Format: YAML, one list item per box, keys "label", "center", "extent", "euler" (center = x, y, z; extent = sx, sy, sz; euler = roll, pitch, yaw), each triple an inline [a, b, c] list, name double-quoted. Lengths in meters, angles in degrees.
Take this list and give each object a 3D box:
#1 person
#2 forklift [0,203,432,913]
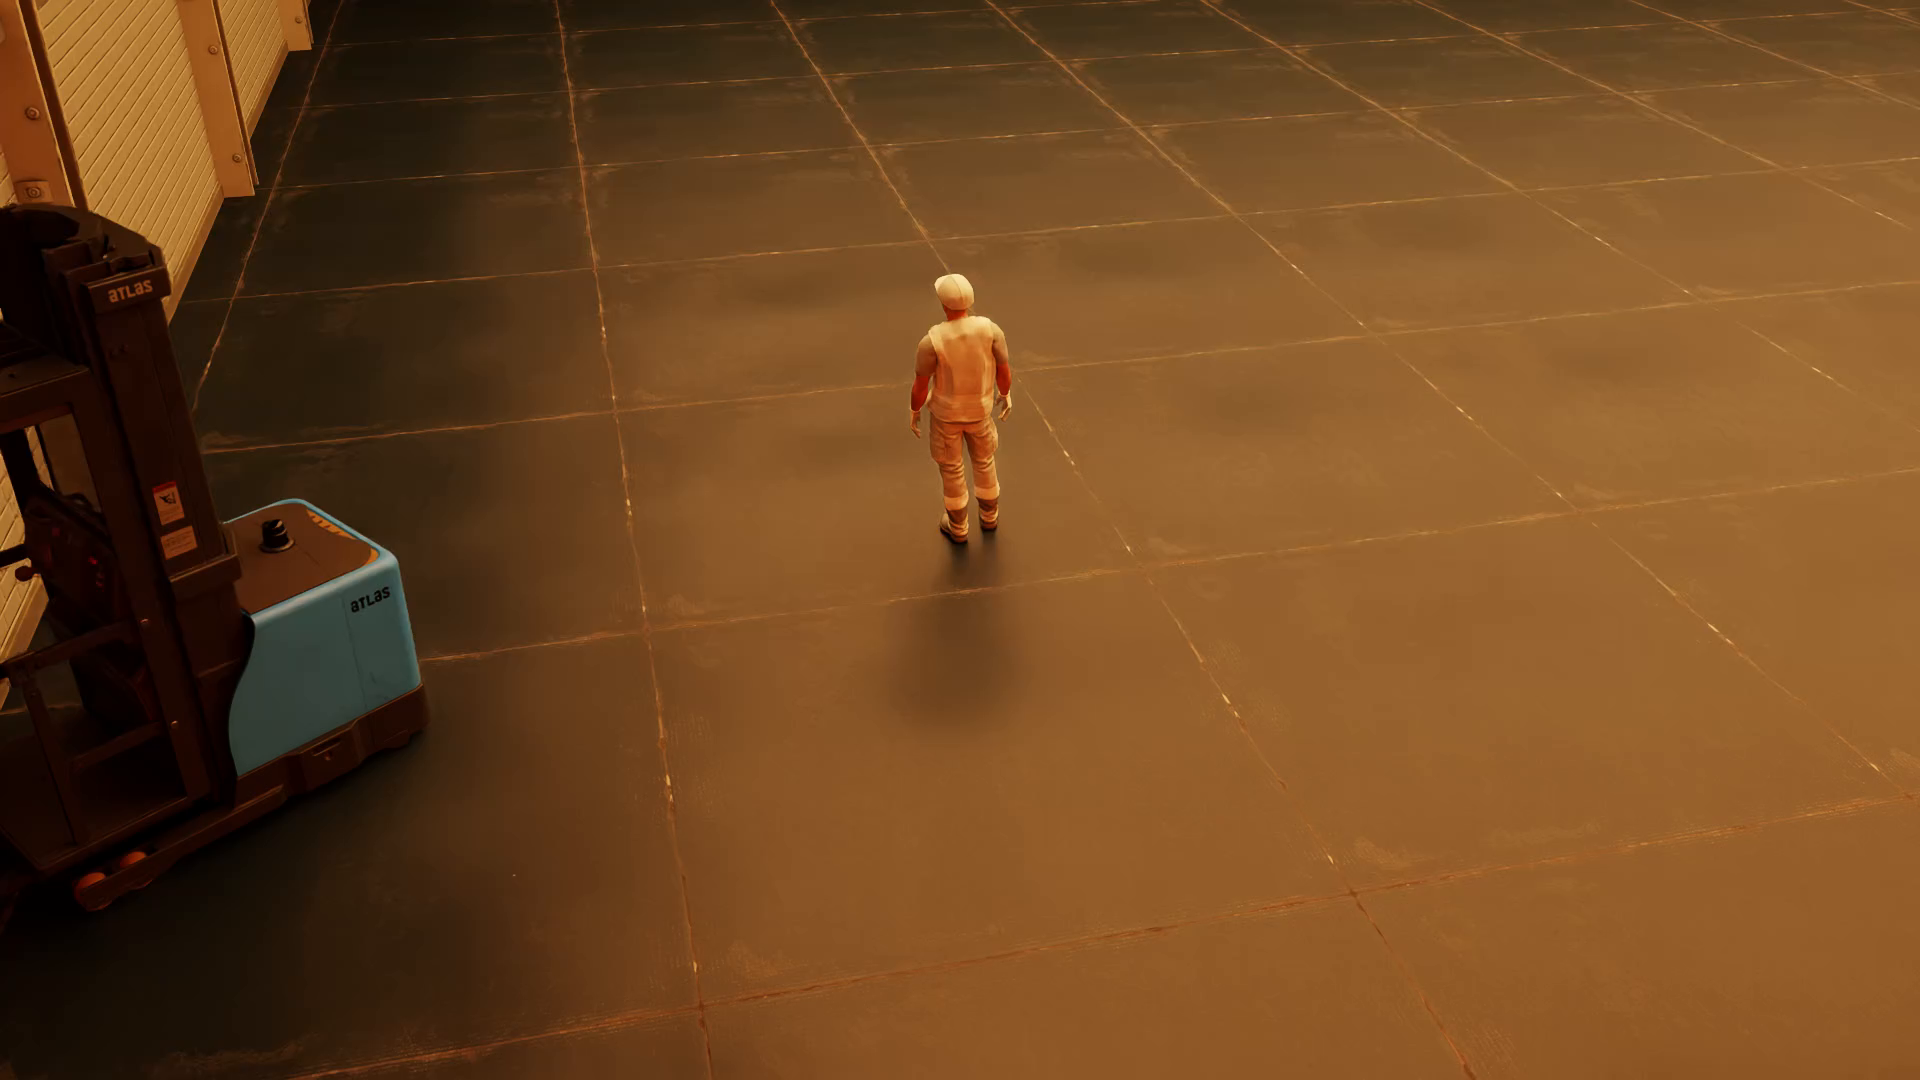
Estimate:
- label: "person"
  center: [-0.006, -0.821, 10.118]
  extent: [0.637, 1.787, 0.564]
  euler: [-7, 31, -12]
- label: "forklift"
  center: [-4.126, 0.131, 7.348]
  extent: [1.130, 2.935, 3.031]
  euler: [24, 38, 35]
